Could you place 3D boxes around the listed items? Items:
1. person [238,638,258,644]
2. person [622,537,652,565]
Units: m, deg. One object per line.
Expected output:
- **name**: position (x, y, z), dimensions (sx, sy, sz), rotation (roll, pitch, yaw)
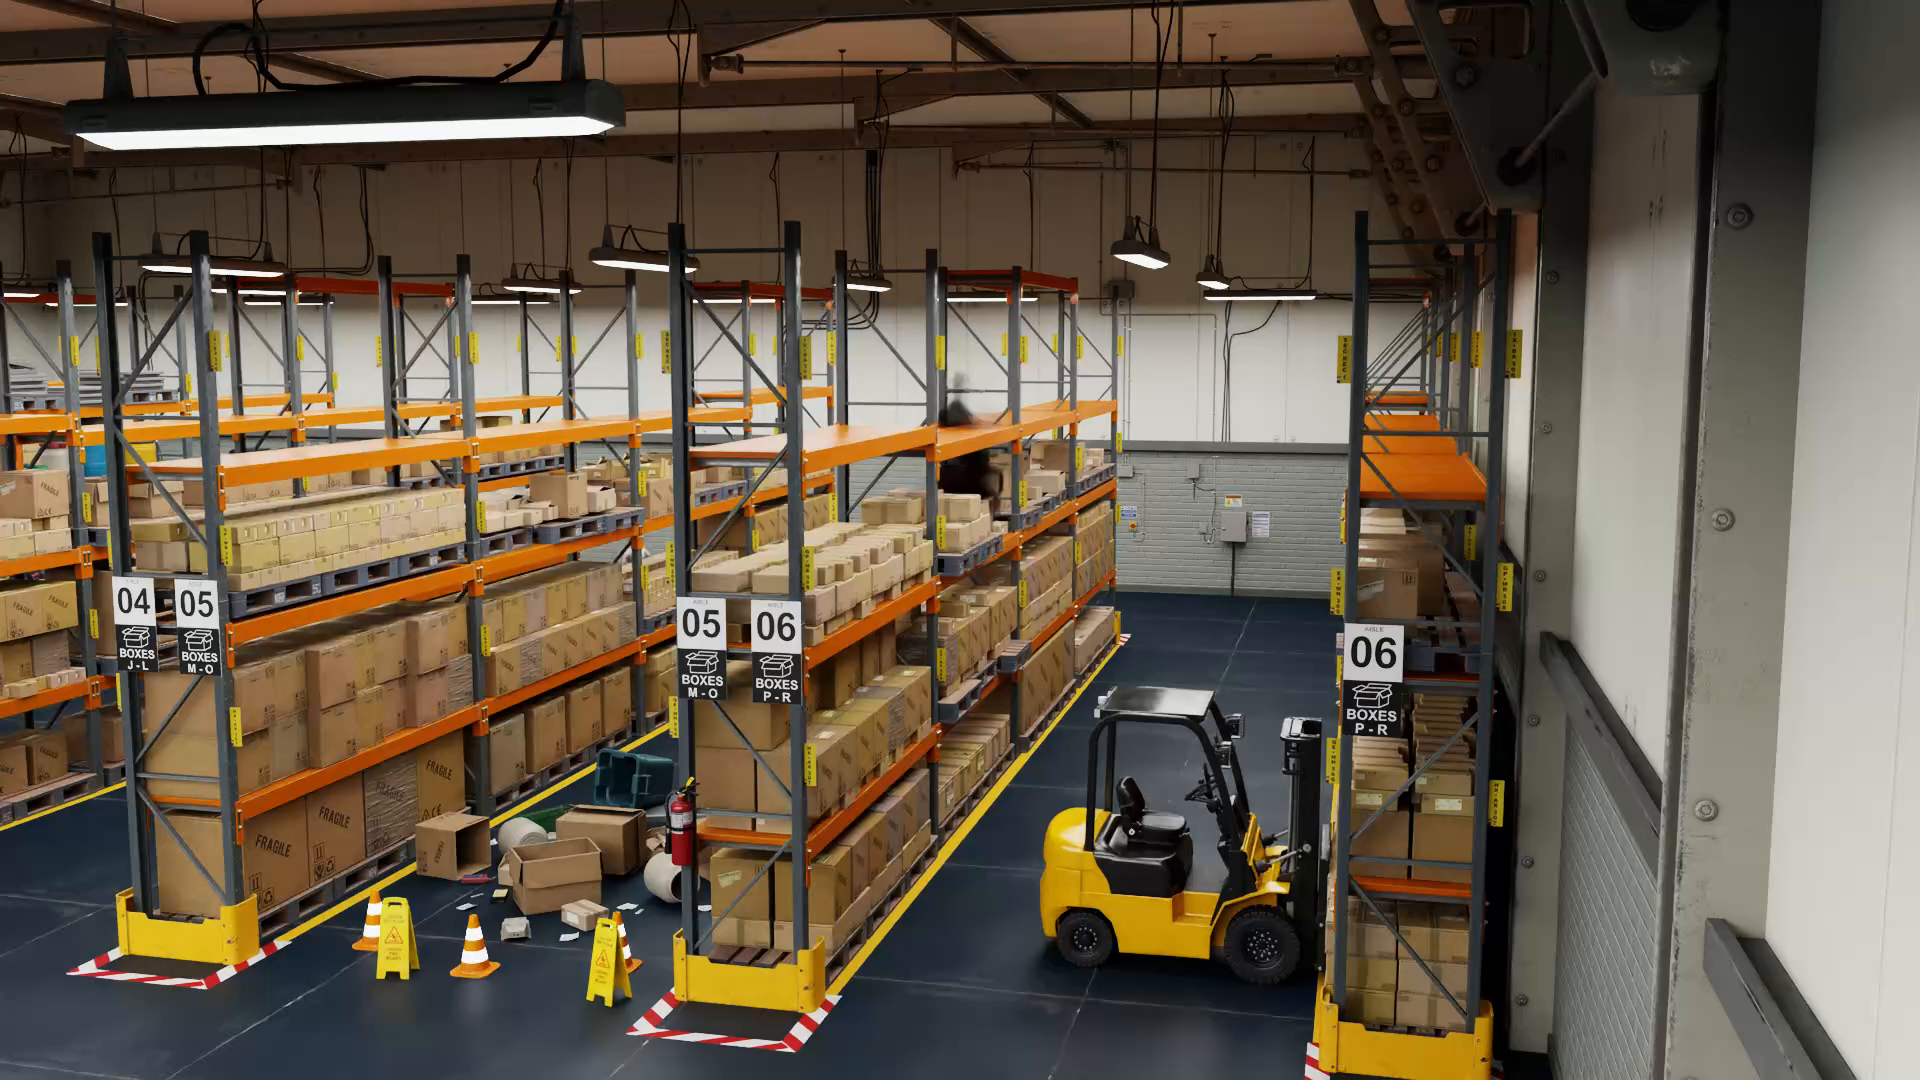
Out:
- **person**: position (-8.020, 1.990, 18.935), dimensions (0.637, 1.834, 0.767), rotation (1, 7, 6)
- **person**: position (-5.823, 0.705, 30.160), dimensions (0.598, 1.604, 0.540), rotation (-3, 8, -24)
